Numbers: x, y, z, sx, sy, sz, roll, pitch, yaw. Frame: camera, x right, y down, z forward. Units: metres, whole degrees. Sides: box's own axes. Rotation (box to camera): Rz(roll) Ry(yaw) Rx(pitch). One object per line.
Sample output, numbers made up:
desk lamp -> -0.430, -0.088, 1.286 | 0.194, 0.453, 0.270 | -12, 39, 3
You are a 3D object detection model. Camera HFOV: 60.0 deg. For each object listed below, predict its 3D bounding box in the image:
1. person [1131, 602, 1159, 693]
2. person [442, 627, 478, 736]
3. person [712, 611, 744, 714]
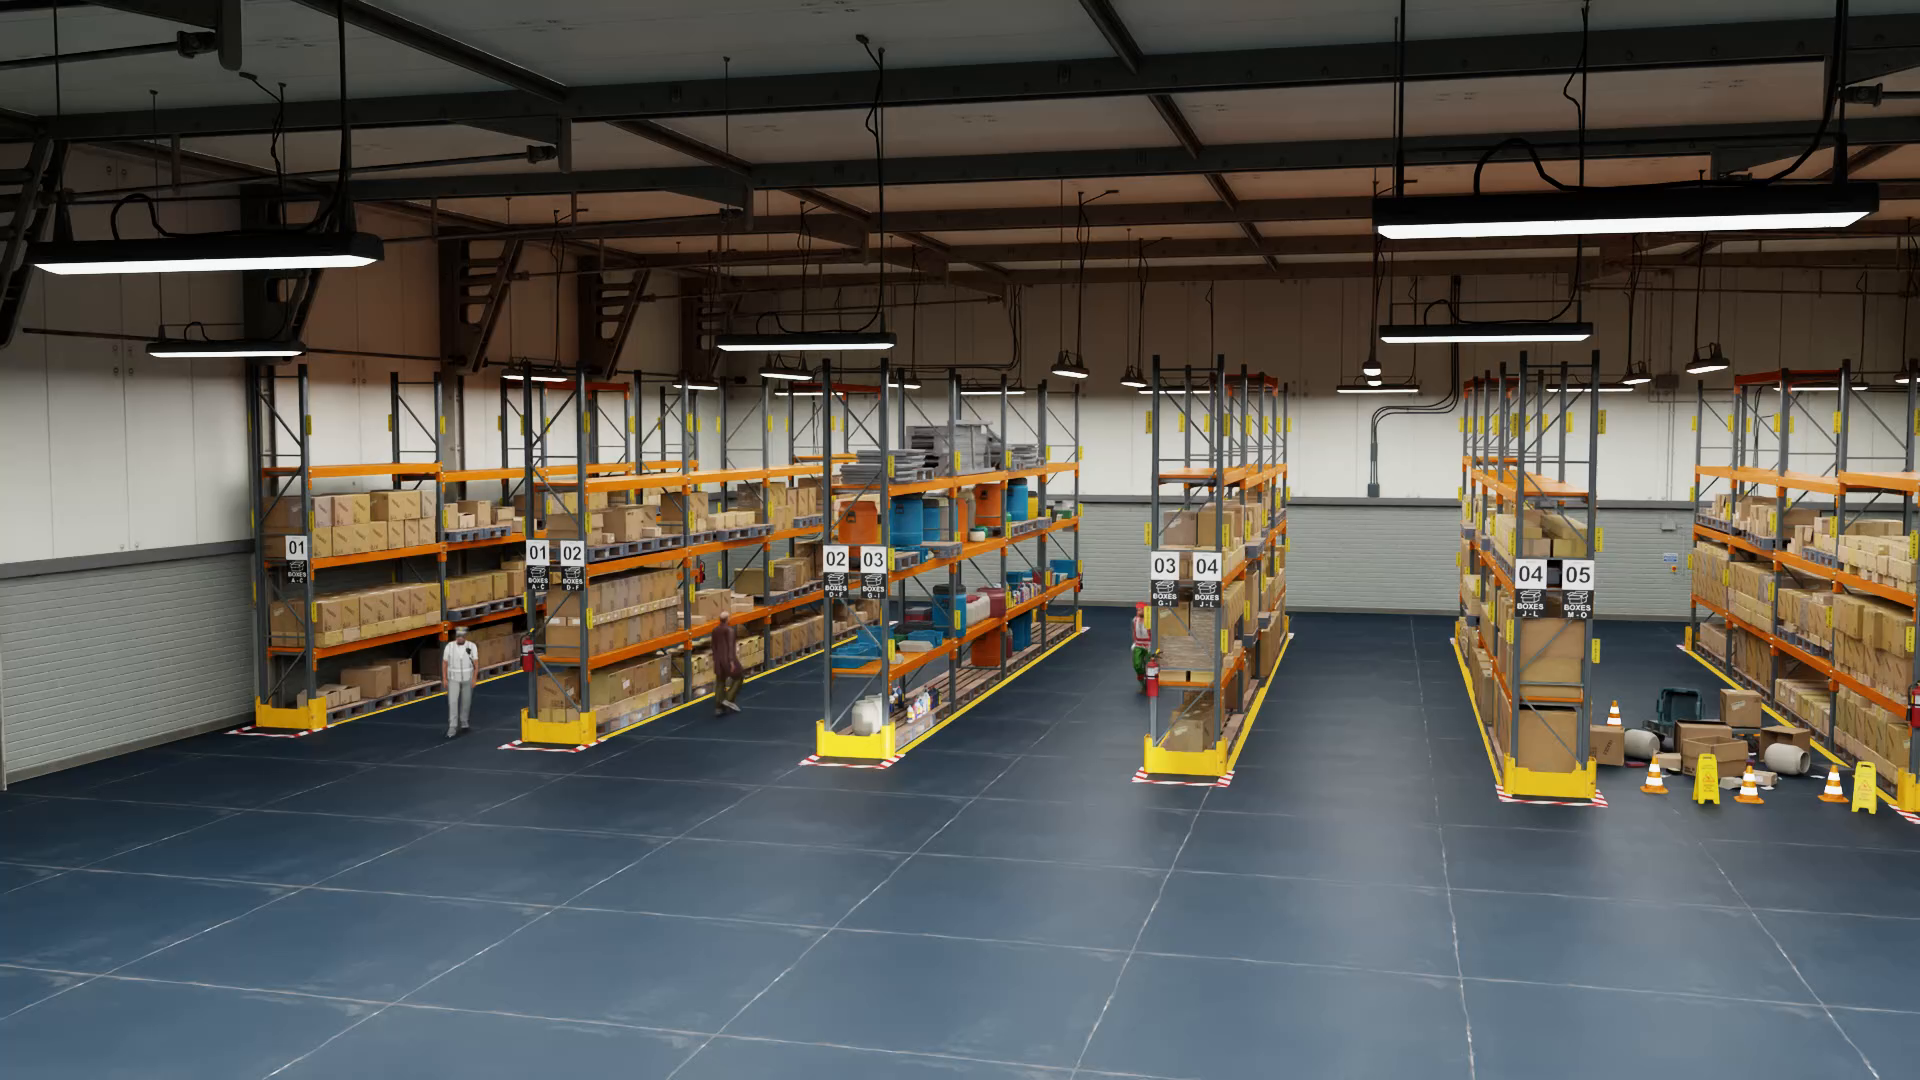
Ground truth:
person -> 3.490, 1.997, 31.346 | 0.593, 1.698, 0.796 | 2, 4, 28
person -> -8.130, 2.257, 27.070 | 0.571, 1.708, 0.945 | -2, 4, -25
person -> -4.085, 2.114, 28.839 | 0.593, 1.763, 0.552 | 2, 5, 29
